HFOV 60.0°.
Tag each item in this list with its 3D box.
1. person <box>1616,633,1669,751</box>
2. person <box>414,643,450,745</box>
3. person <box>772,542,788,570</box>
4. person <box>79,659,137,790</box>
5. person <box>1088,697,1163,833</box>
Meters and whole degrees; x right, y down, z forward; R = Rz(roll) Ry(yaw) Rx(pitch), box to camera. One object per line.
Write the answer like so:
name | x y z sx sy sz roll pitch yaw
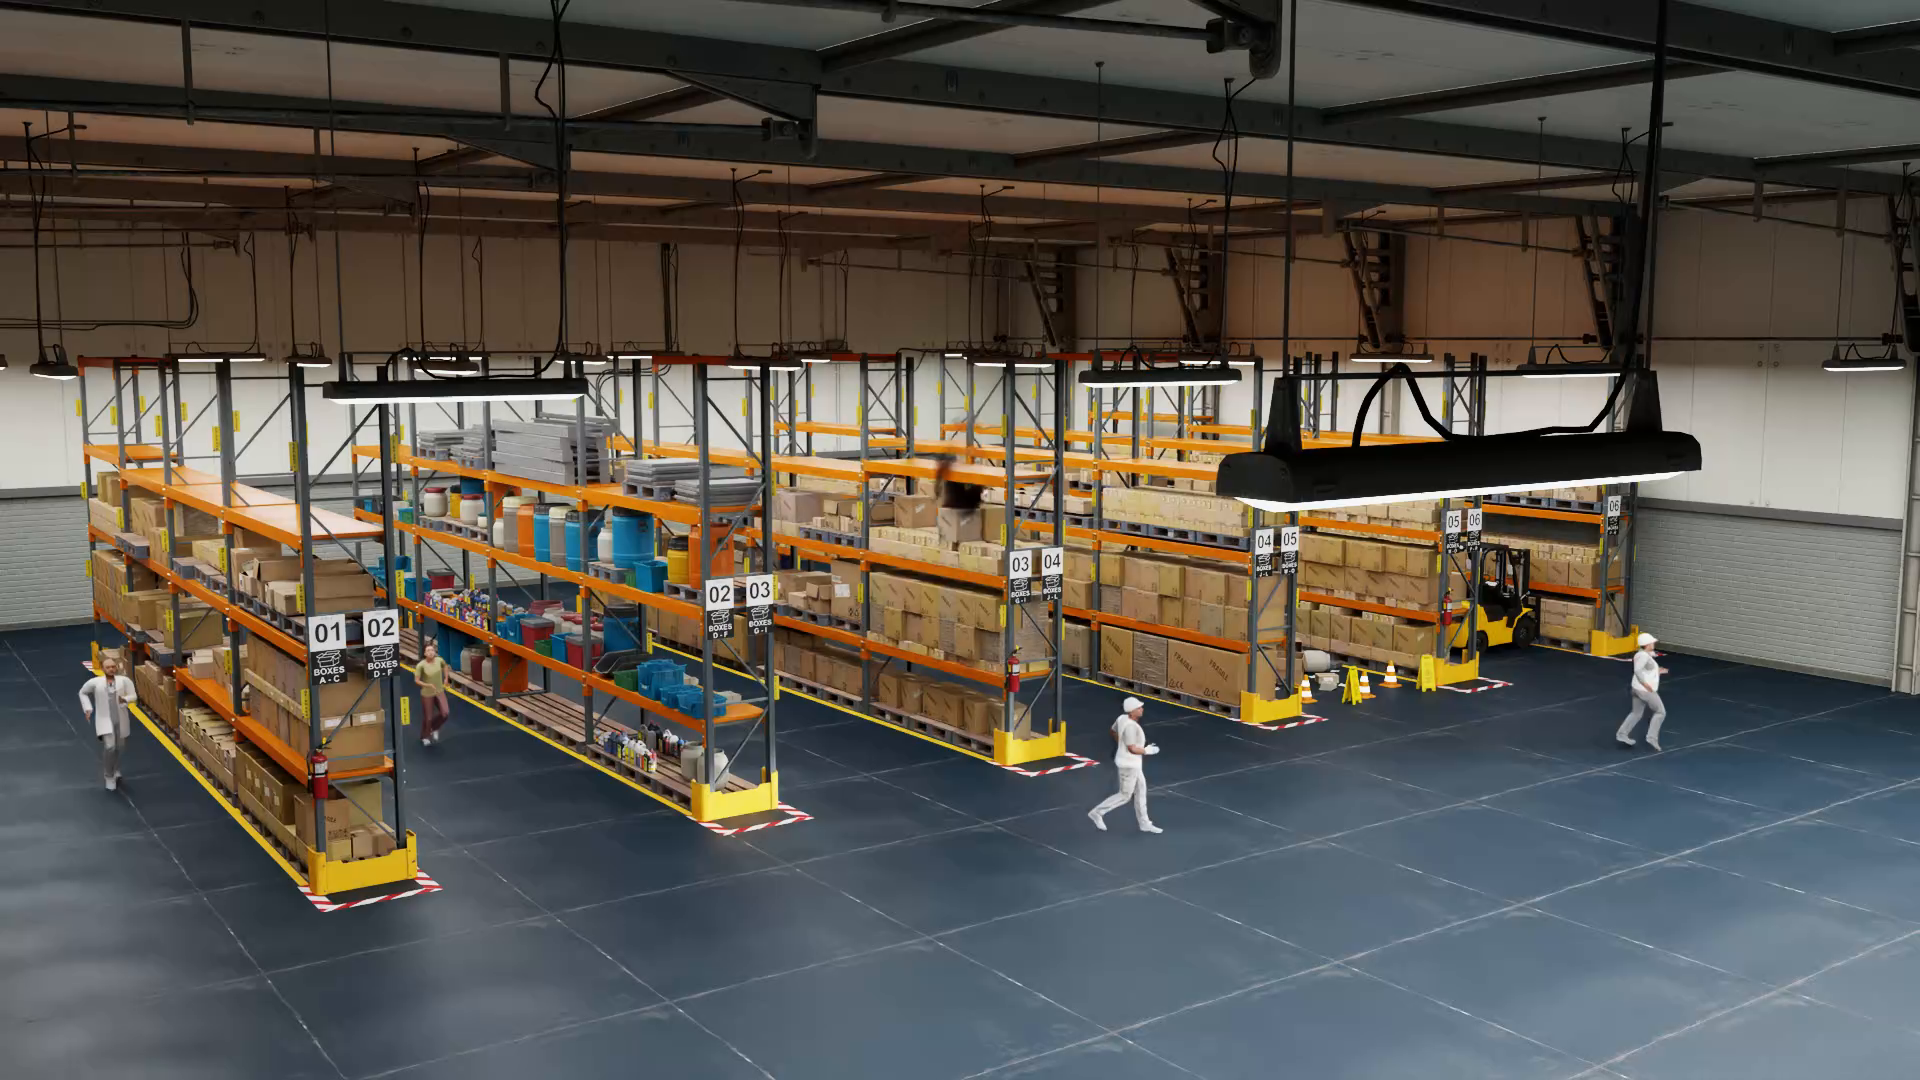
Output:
person | 10.573 2.352 25.700 0.777 1.833 0.638 0 7 2
person | -8.169 2.432 25.798 0.596 1.548 0.712 -5 9 -36
person | -4.500 0.490 41.798 1.004 1.643 0.583 -6 9 -41
person | -12.028 2.601 23.580 0.668 1.842 0.825 -6 9 -43
person | 2.112 2.882 21.208 0.985 1.785 0.692 0 7 -1
